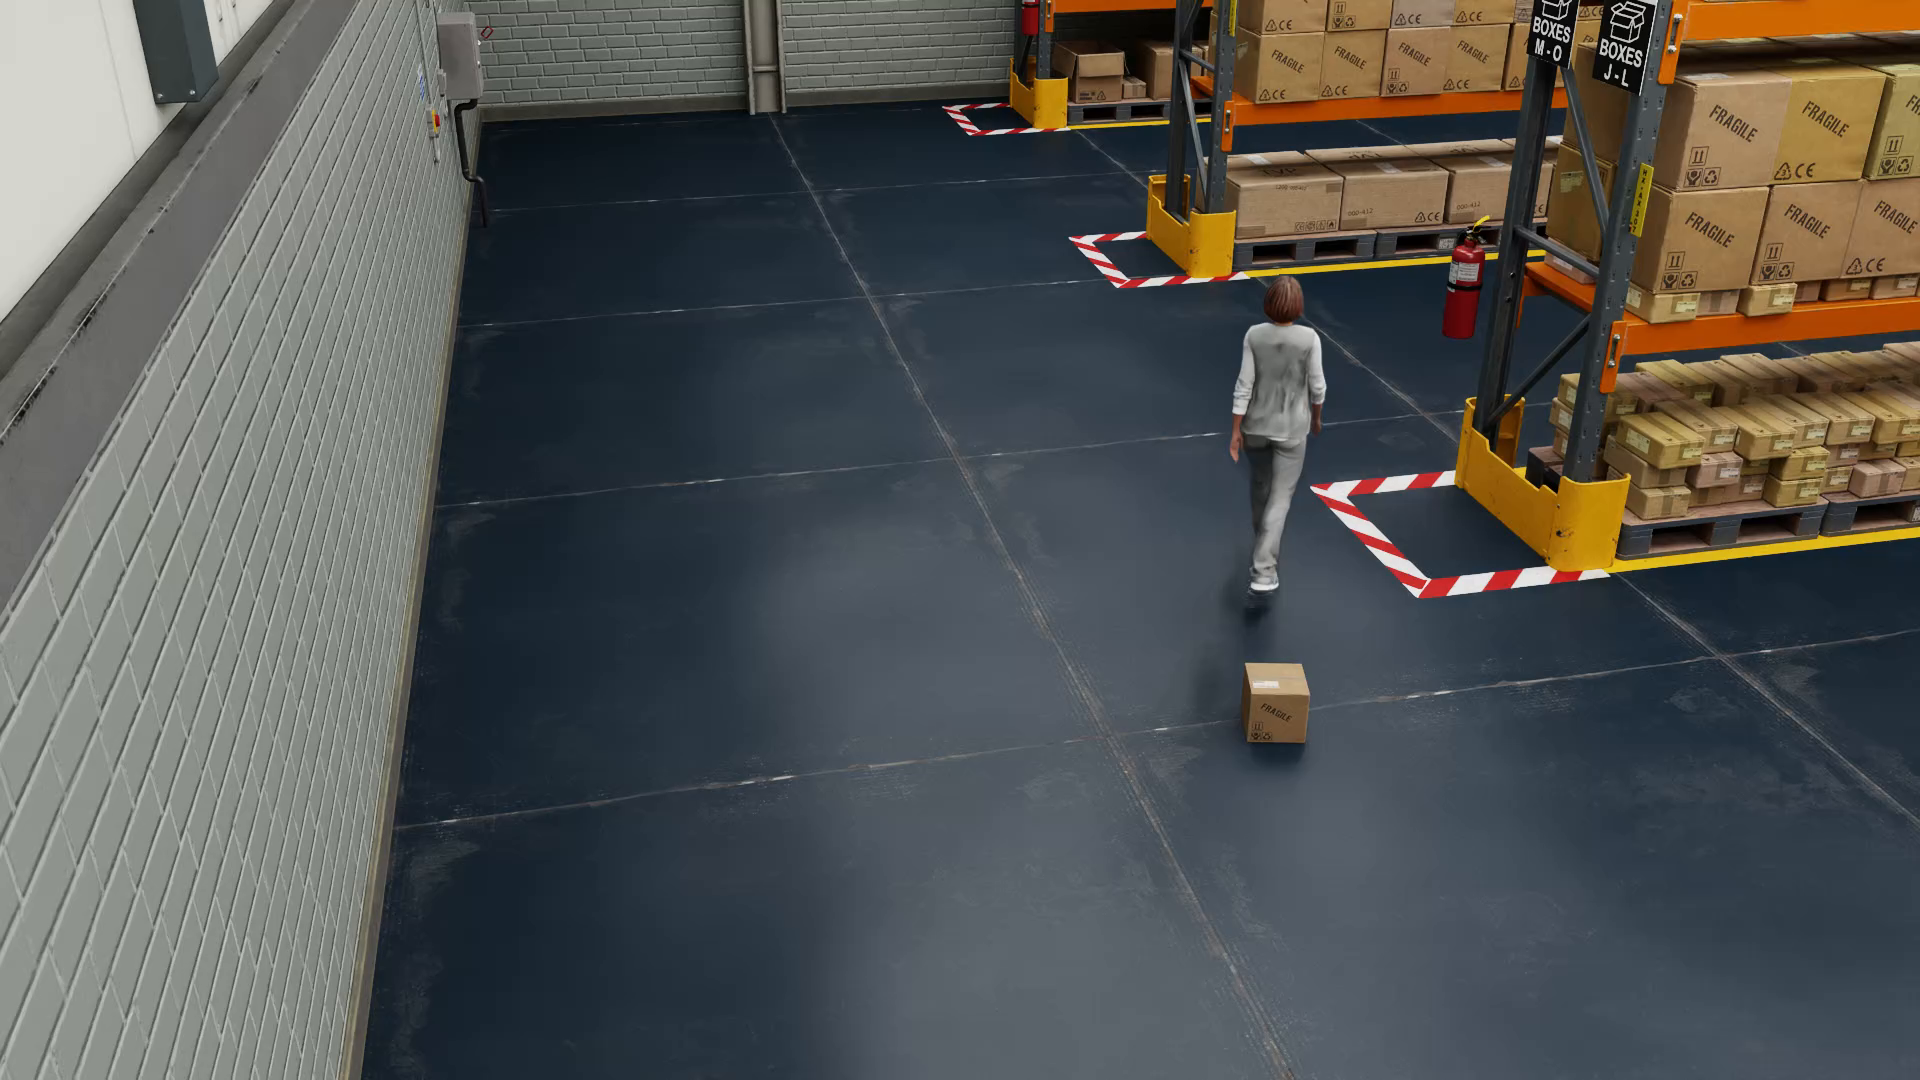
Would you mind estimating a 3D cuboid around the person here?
[{"bbox_3d":[1.562,-0.558,8.205,0.429,1.542,0.956,9,29,17],"label":"person"}]
